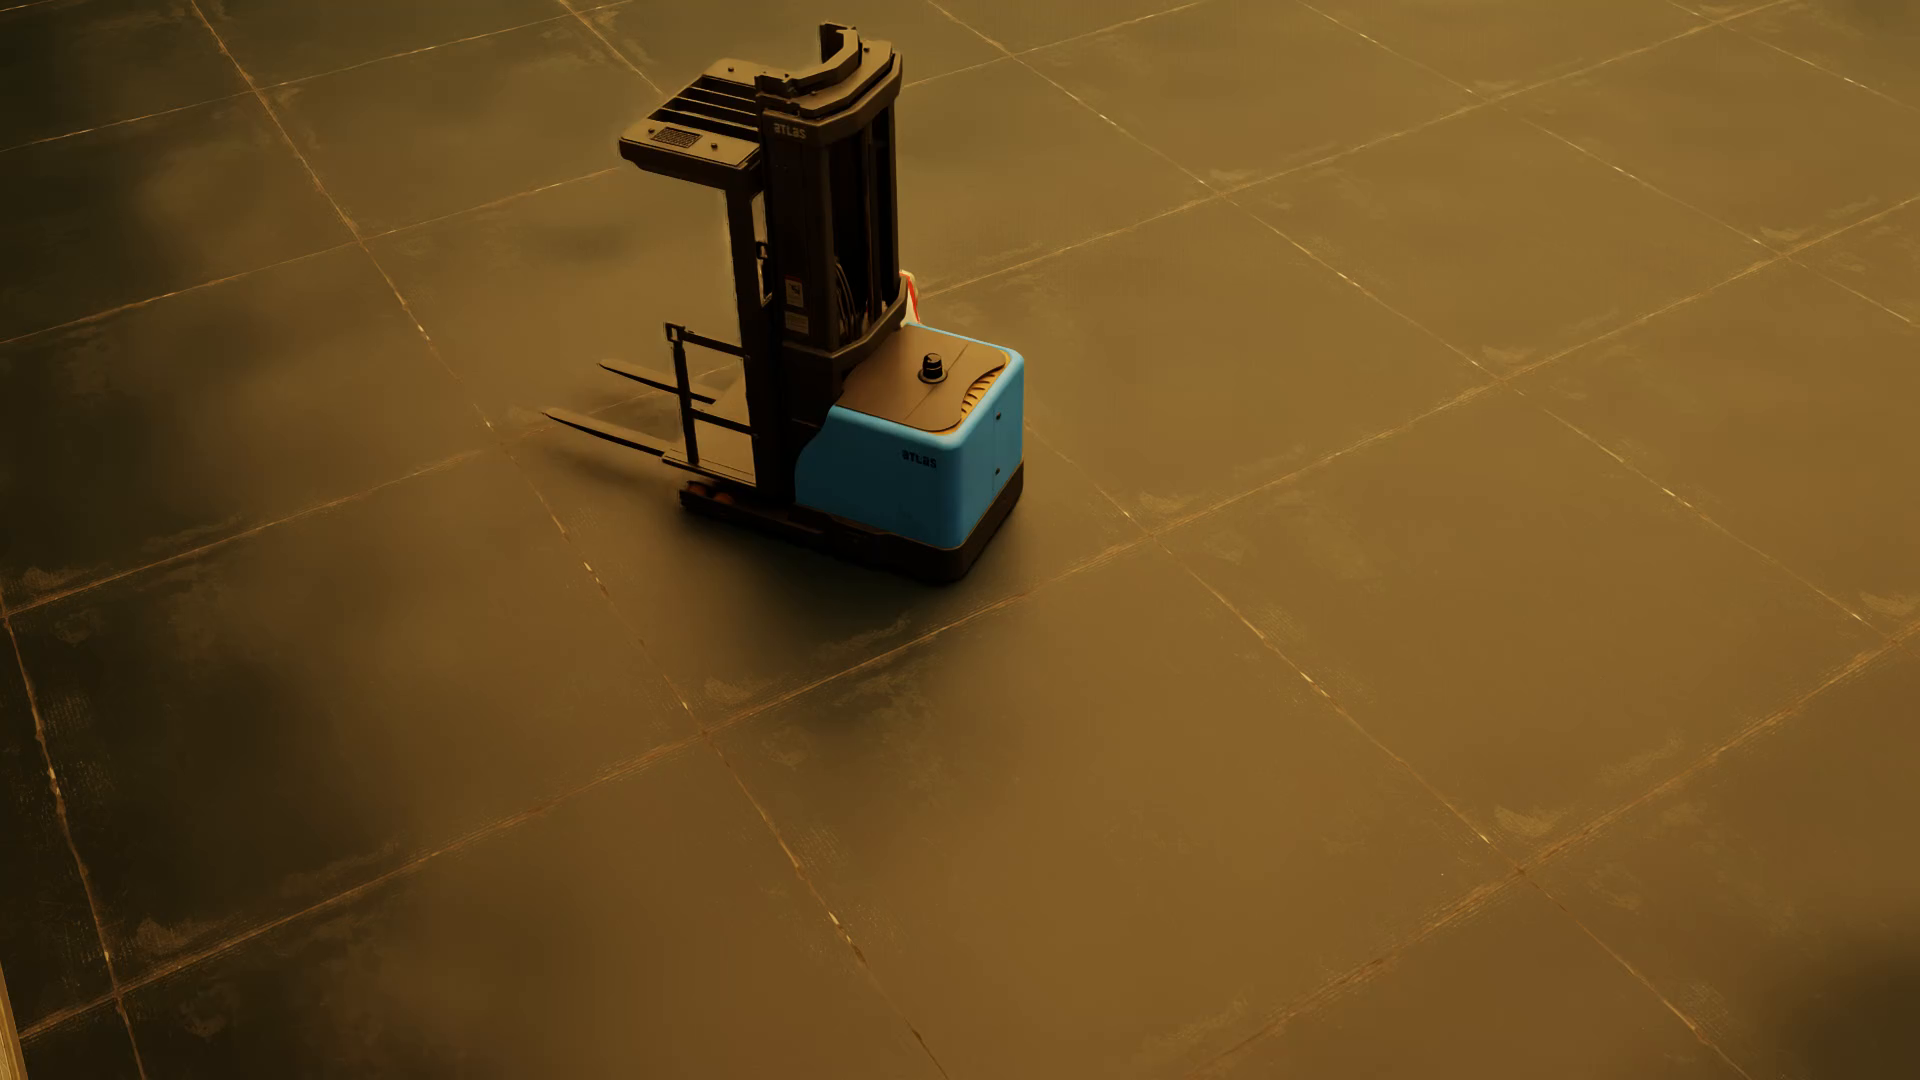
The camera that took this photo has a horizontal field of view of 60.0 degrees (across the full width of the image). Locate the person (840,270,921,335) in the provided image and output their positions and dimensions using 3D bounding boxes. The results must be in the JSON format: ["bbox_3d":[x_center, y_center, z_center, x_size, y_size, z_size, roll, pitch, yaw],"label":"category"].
[{"bbox_3d":[-0.717,-1.258,10.335,1.172,1.354,1.036,29,49,29],"label":"person"}]

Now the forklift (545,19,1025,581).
[{"bbox_3d":[-1.165,-1.525,9.616,3.031,2.935,1.130,17,44,19],"label":"forklift"}]
